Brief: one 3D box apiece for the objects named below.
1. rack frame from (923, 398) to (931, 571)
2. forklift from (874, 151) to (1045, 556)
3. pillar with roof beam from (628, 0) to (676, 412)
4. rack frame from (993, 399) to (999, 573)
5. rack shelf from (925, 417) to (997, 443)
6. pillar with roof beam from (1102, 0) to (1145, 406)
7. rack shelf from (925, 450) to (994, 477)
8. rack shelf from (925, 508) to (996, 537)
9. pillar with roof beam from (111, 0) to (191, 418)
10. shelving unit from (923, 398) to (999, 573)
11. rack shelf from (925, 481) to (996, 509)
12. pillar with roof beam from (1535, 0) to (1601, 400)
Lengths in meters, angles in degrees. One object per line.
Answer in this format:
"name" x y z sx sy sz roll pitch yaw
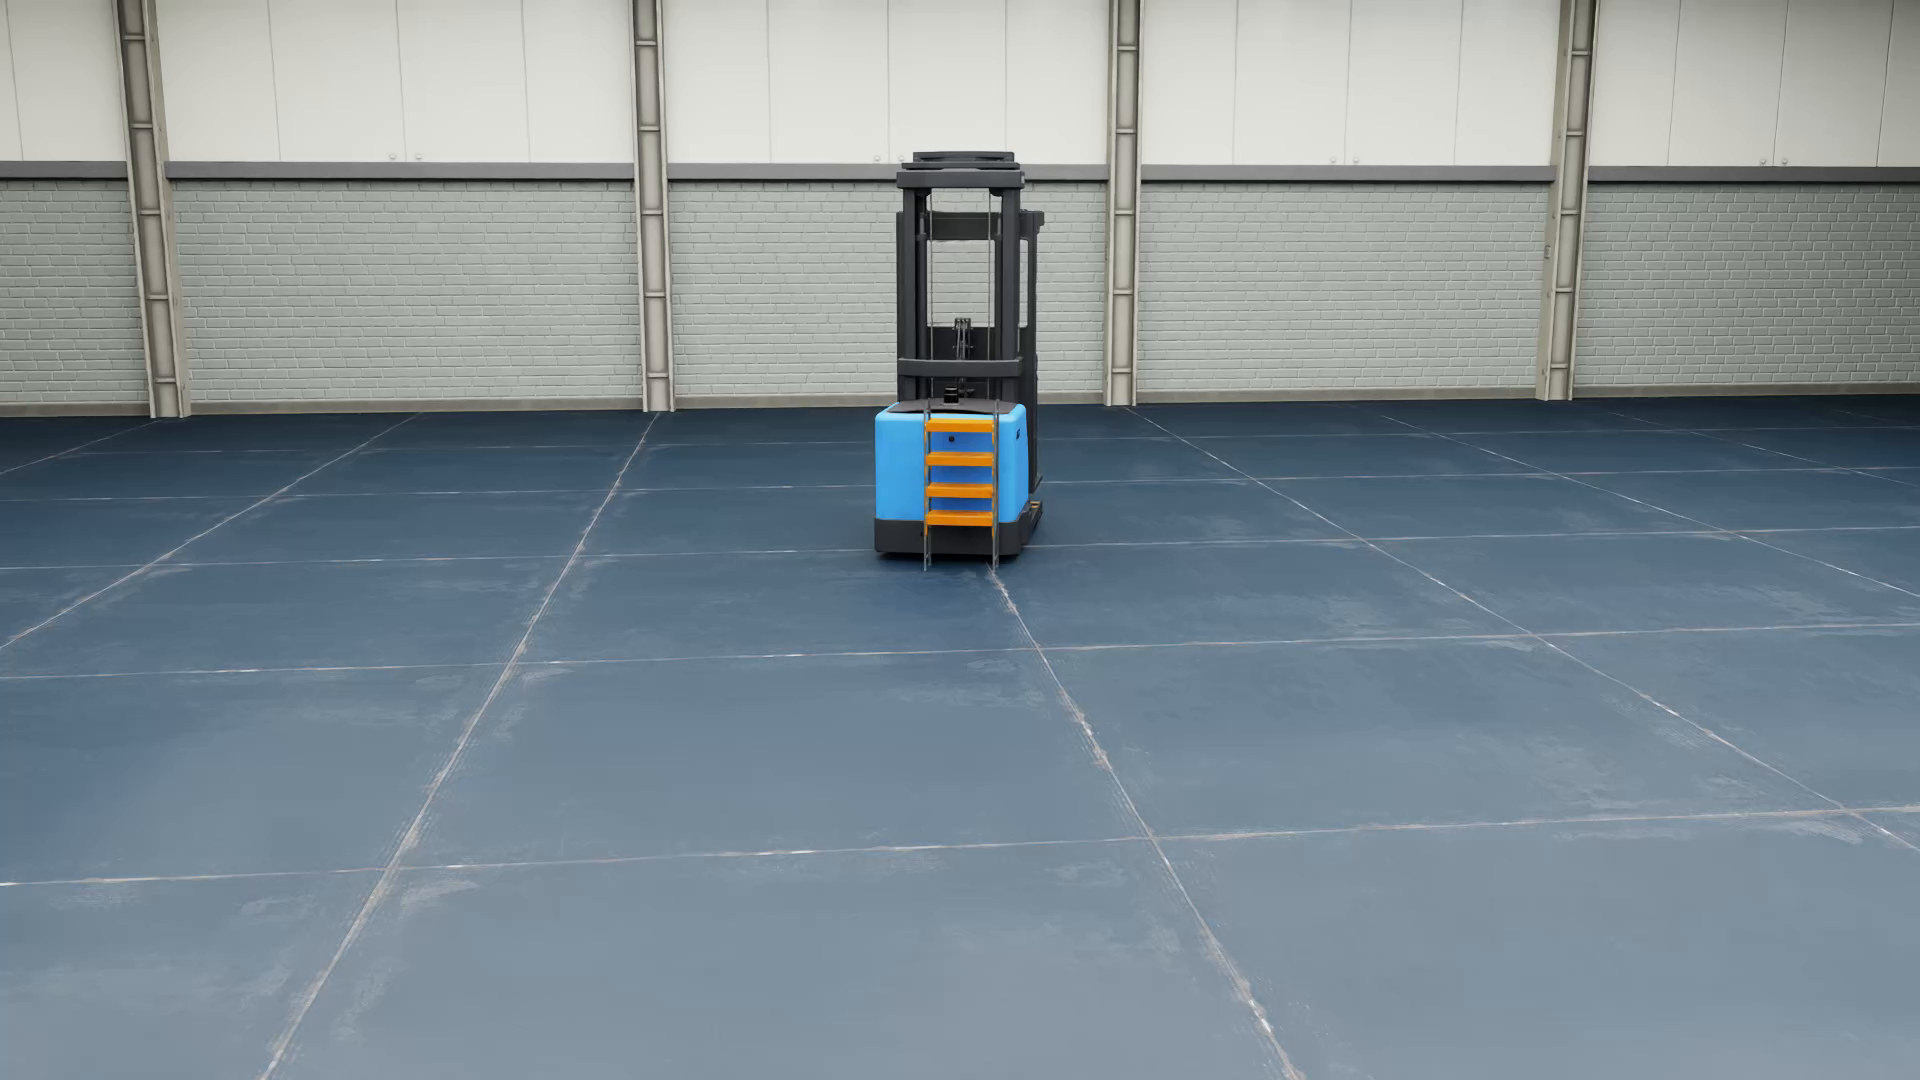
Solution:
"rack frame" -0.231 -0.392 11.751 0.015 1.200 0.240 1 11 7
"forklift" 0.084 -1.558 13.197 1.130 2.935 3.031 1 11 8
"pillar with roof beam" -3.394 -5.258 16.286 0.400 9.000 9.100 -1 11 -6
"rack frame" 0.253 -0.380 11.689 0.015 1.200 0.240 1 11 7
"rack shelf" 0.011 -0.771 11.644 0.480 0.148 0.258 1 11 7
"pillar with roof beam" 2.571 -5.383 16.922 0.400 9.000 9.100 -1 11 -6
"rack shelf" 0.011 -0.539 11.690 0.480 0.148 0.258 1 11 7
"rack shelf" 0.011 -0.125 11.771 0.480 0.148 0.258 1 11 7
"pillar with roof beam" -9.359 -5.133 15.650 0.400 9.000 9.100 -1 11 -6
"shelving unit" 0.011 -0.386 11.720 0.503 1.200 0.258 1 11 7
"rack shelf" 0.011 -0.320 11.733 0.480 0.148 0.258 1 11 7
"pillar with roof beam" 8.536 -5.508 17.558 0.400 9.000 9.100 -1 11 -6
